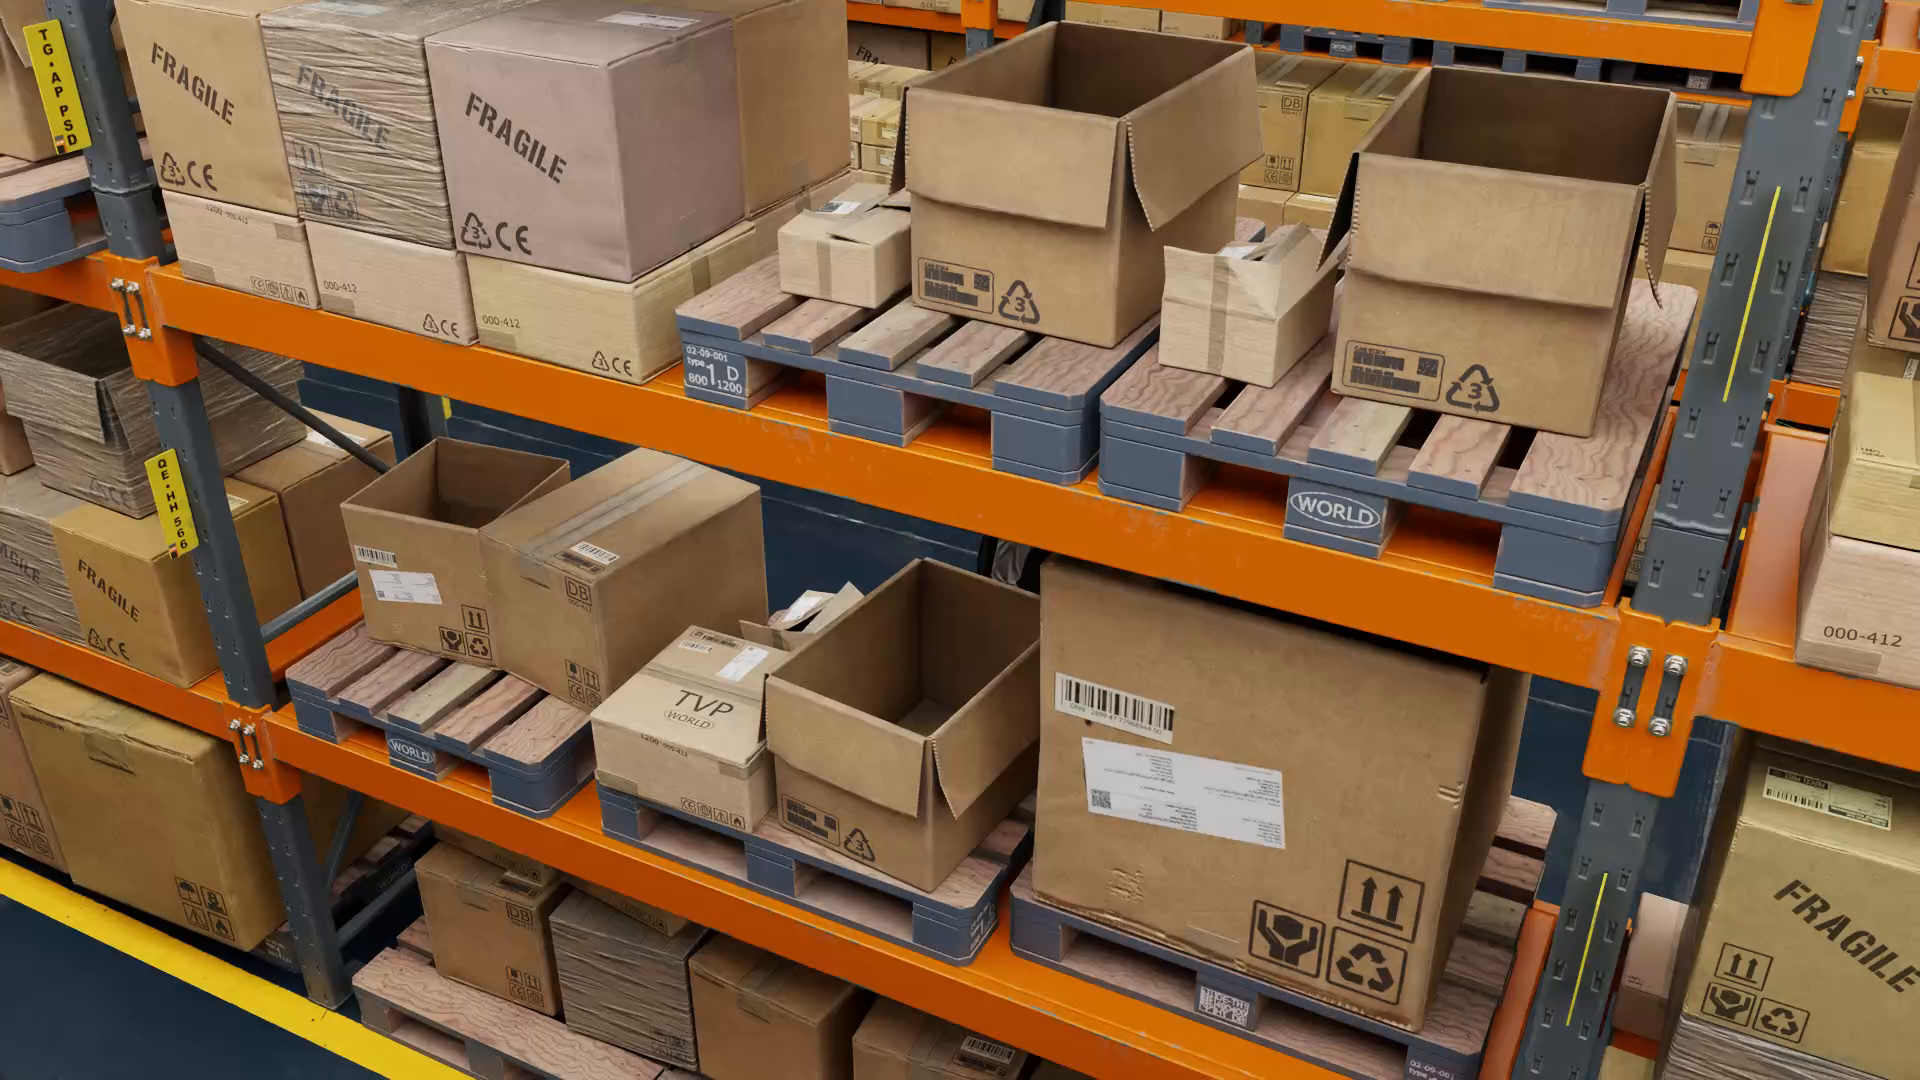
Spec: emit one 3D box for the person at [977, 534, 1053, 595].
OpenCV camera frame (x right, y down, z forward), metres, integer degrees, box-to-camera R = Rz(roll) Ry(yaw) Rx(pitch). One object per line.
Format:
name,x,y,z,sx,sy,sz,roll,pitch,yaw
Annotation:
person,0.280,0.300,6.631,0.412,1.721,0.587,14,33,22
